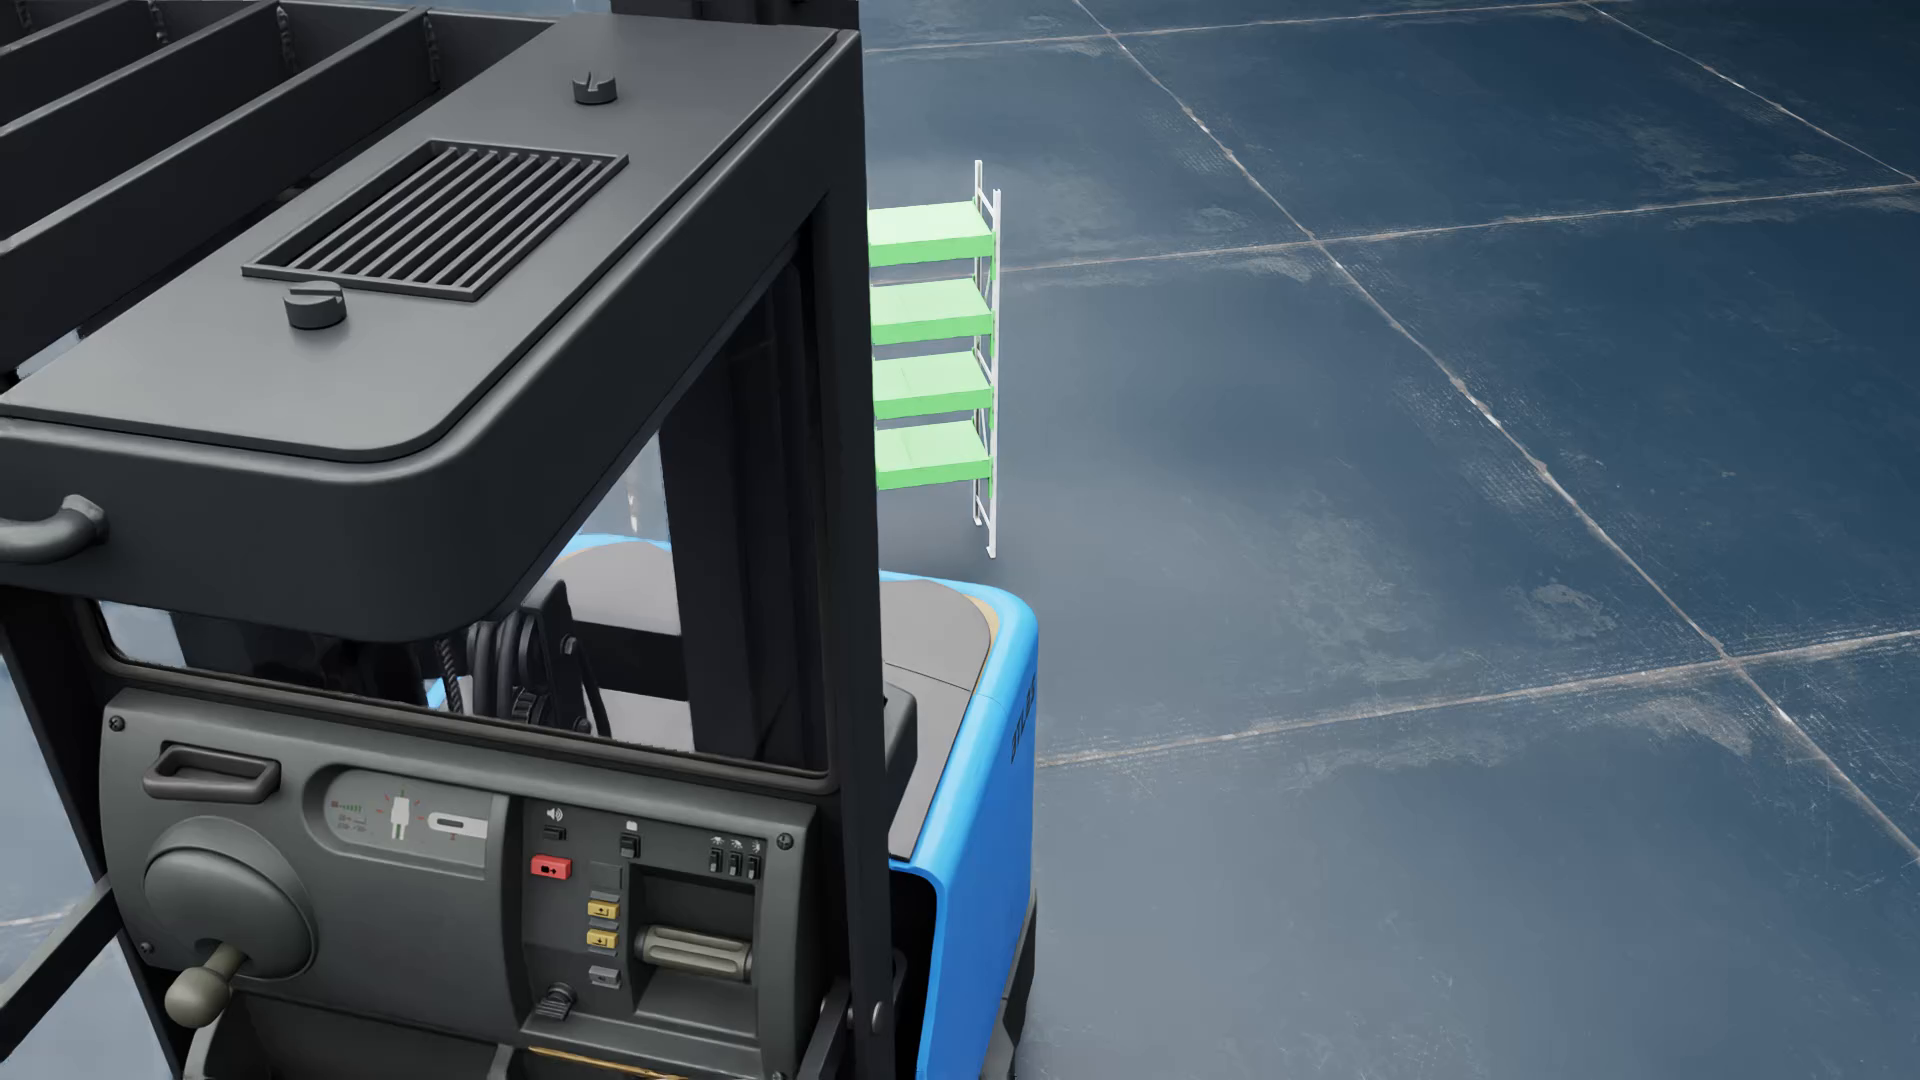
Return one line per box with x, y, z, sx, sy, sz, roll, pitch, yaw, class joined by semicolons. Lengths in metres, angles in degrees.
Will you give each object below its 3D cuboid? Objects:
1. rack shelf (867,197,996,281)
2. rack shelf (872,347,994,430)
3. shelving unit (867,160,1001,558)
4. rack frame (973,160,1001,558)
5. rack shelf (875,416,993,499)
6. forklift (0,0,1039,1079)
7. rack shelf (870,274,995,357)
-0.161;-0.823;4.653;0.480;0.148;0.258;-7;35;-11;rack shelf
-0.161;-0.425;4.921;0.480;0.148;0.258;-7;35;-11;rack shelf
-0.161;-0.478;4.885;0.503;1.200;0.258;-7;35;-11;shelving unit
0.077;-0.508;4.930;0.015;1.200;0.240;-7;35;-11;rack frame
-0.161;-0.226;5.055;0.480;0.148;0.258;-7;35;-11;rack shelf
-0.683;0.504;1.868;1.130;2.935;3.031;8;35;11;forklift
-0.161;-0.624;4.787;0.480;0.148;0.258;-7;35;-11;rack shelf
